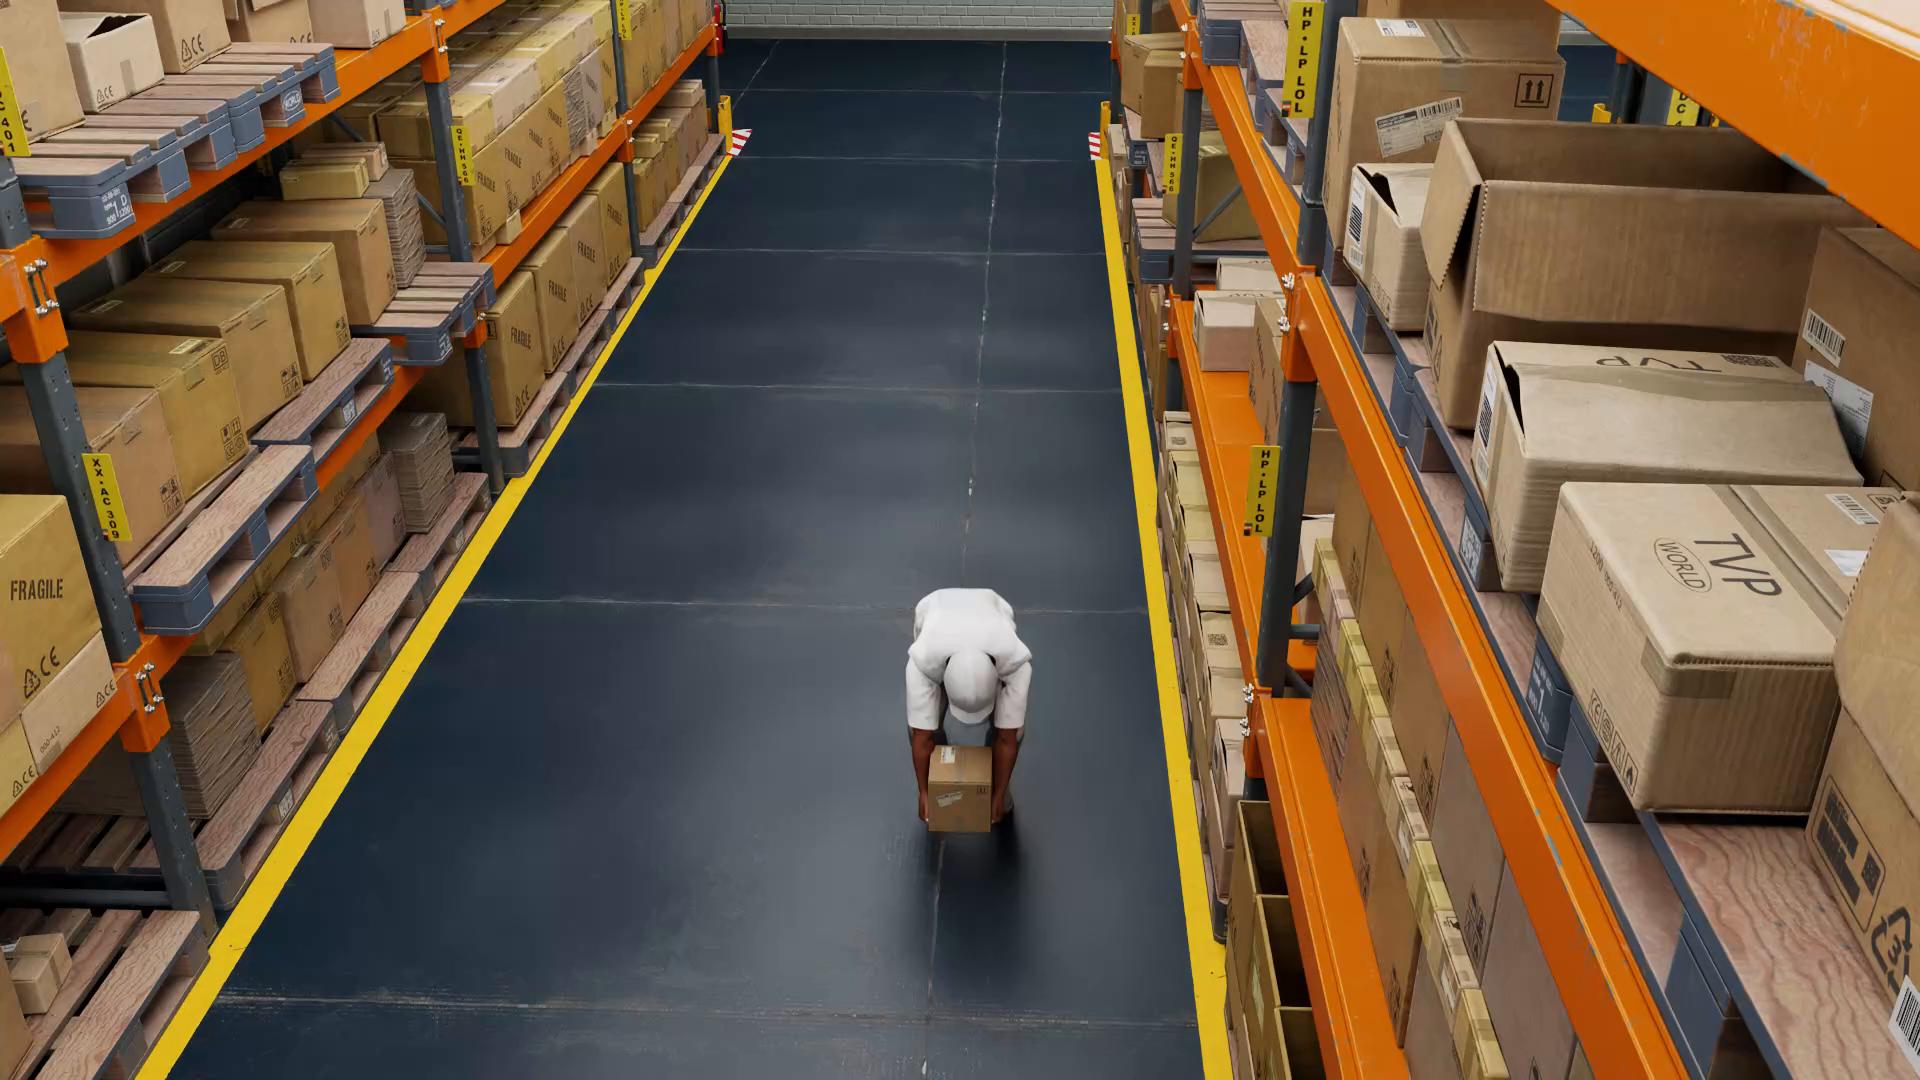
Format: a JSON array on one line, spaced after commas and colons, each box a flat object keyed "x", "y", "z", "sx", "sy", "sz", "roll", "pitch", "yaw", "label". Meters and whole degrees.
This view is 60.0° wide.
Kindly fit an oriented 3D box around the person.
[{"x": 0.034, "y": 0.690, "z": 6.883, "sx": 0.499, "sy": 1.208, "sz": 0.950, "roll": 0, "pitch": 28, "yaw": 0, "label": "person"}]
